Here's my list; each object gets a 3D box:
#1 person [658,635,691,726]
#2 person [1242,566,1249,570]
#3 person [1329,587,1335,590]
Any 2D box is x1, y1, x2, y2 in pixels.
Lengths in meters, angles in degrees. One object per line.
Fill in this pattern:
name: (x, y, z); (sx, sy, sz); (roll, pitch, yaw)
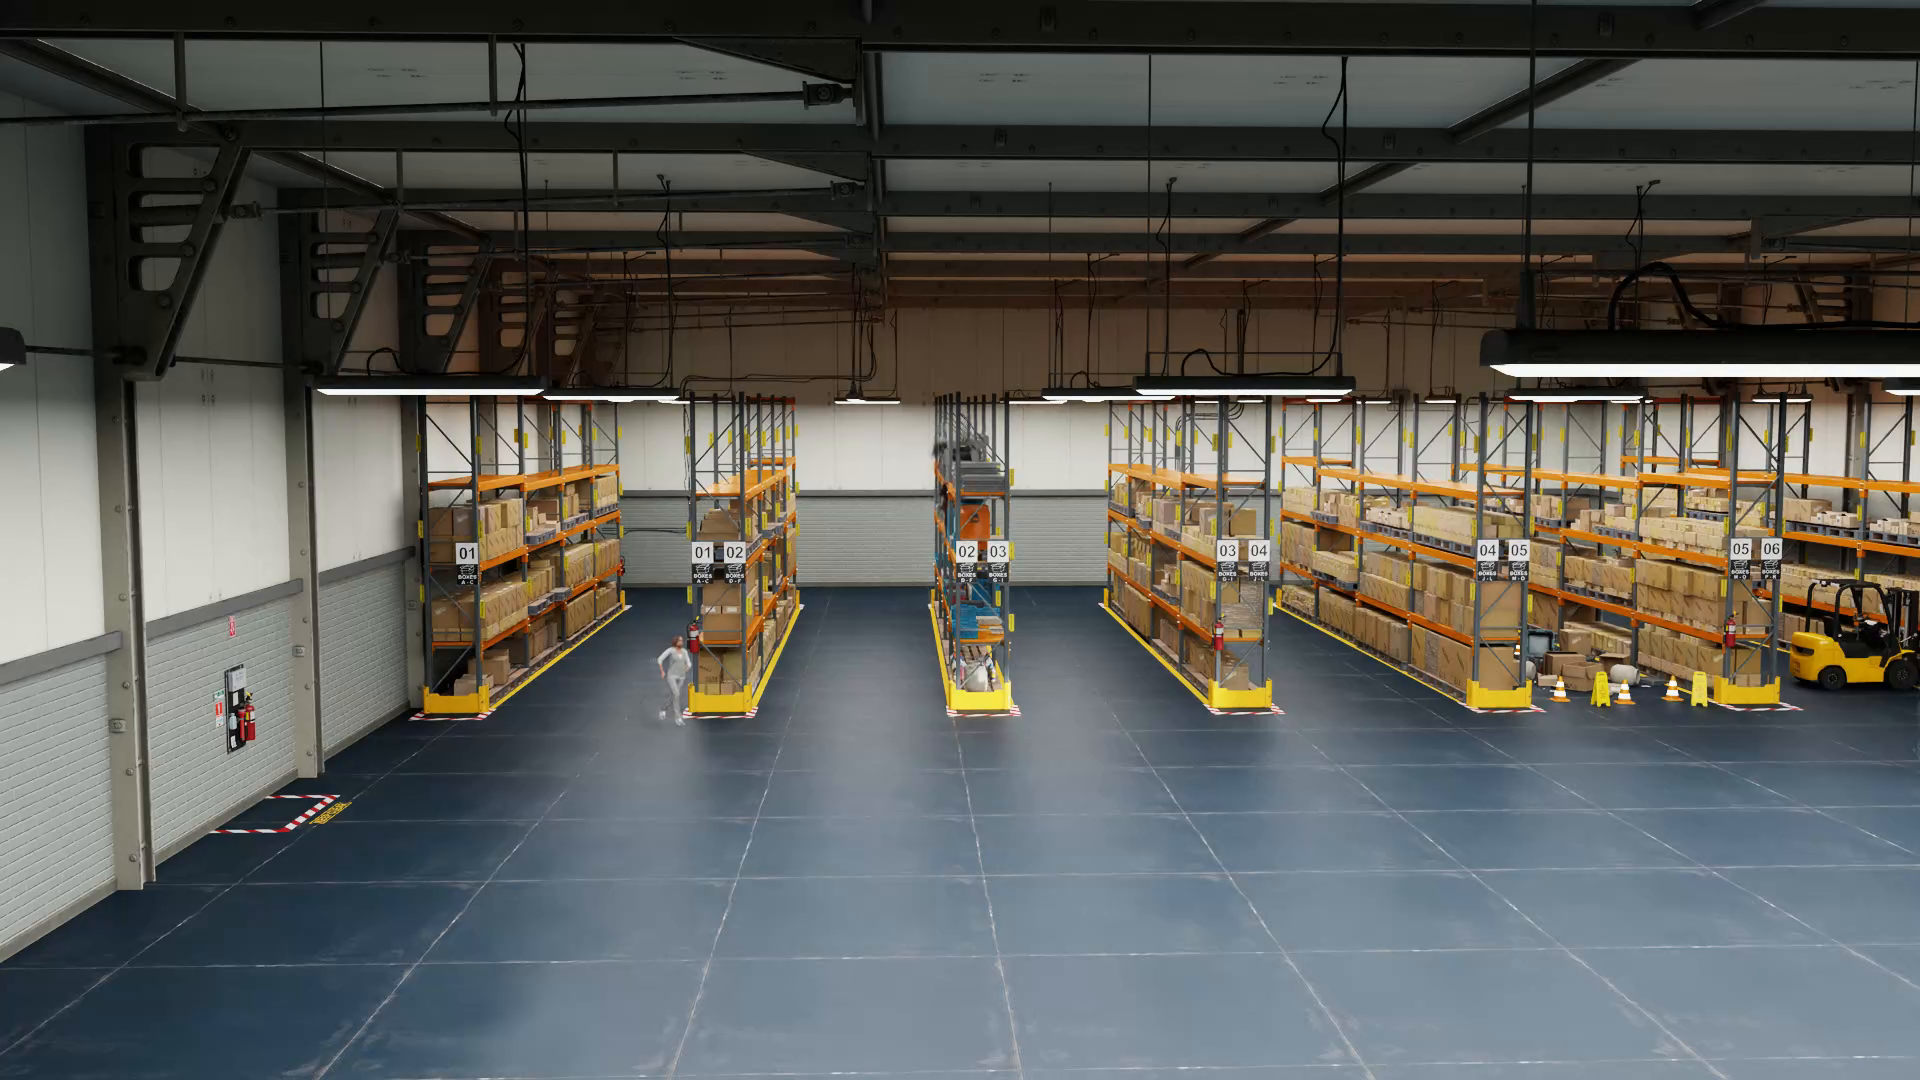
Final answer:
person: (-5.108, 2.513, 30.060); (0.563, 1.574, 0.827); (-4, 6, -40)
person: (8.323, 1.059, 48.479); (0.629, 1.601, 0.538); (-3, 6, -37)
person: (10.953, 0.972, 48.750); (0.755, 1.706, 0.618); (-3, 5, -29)
